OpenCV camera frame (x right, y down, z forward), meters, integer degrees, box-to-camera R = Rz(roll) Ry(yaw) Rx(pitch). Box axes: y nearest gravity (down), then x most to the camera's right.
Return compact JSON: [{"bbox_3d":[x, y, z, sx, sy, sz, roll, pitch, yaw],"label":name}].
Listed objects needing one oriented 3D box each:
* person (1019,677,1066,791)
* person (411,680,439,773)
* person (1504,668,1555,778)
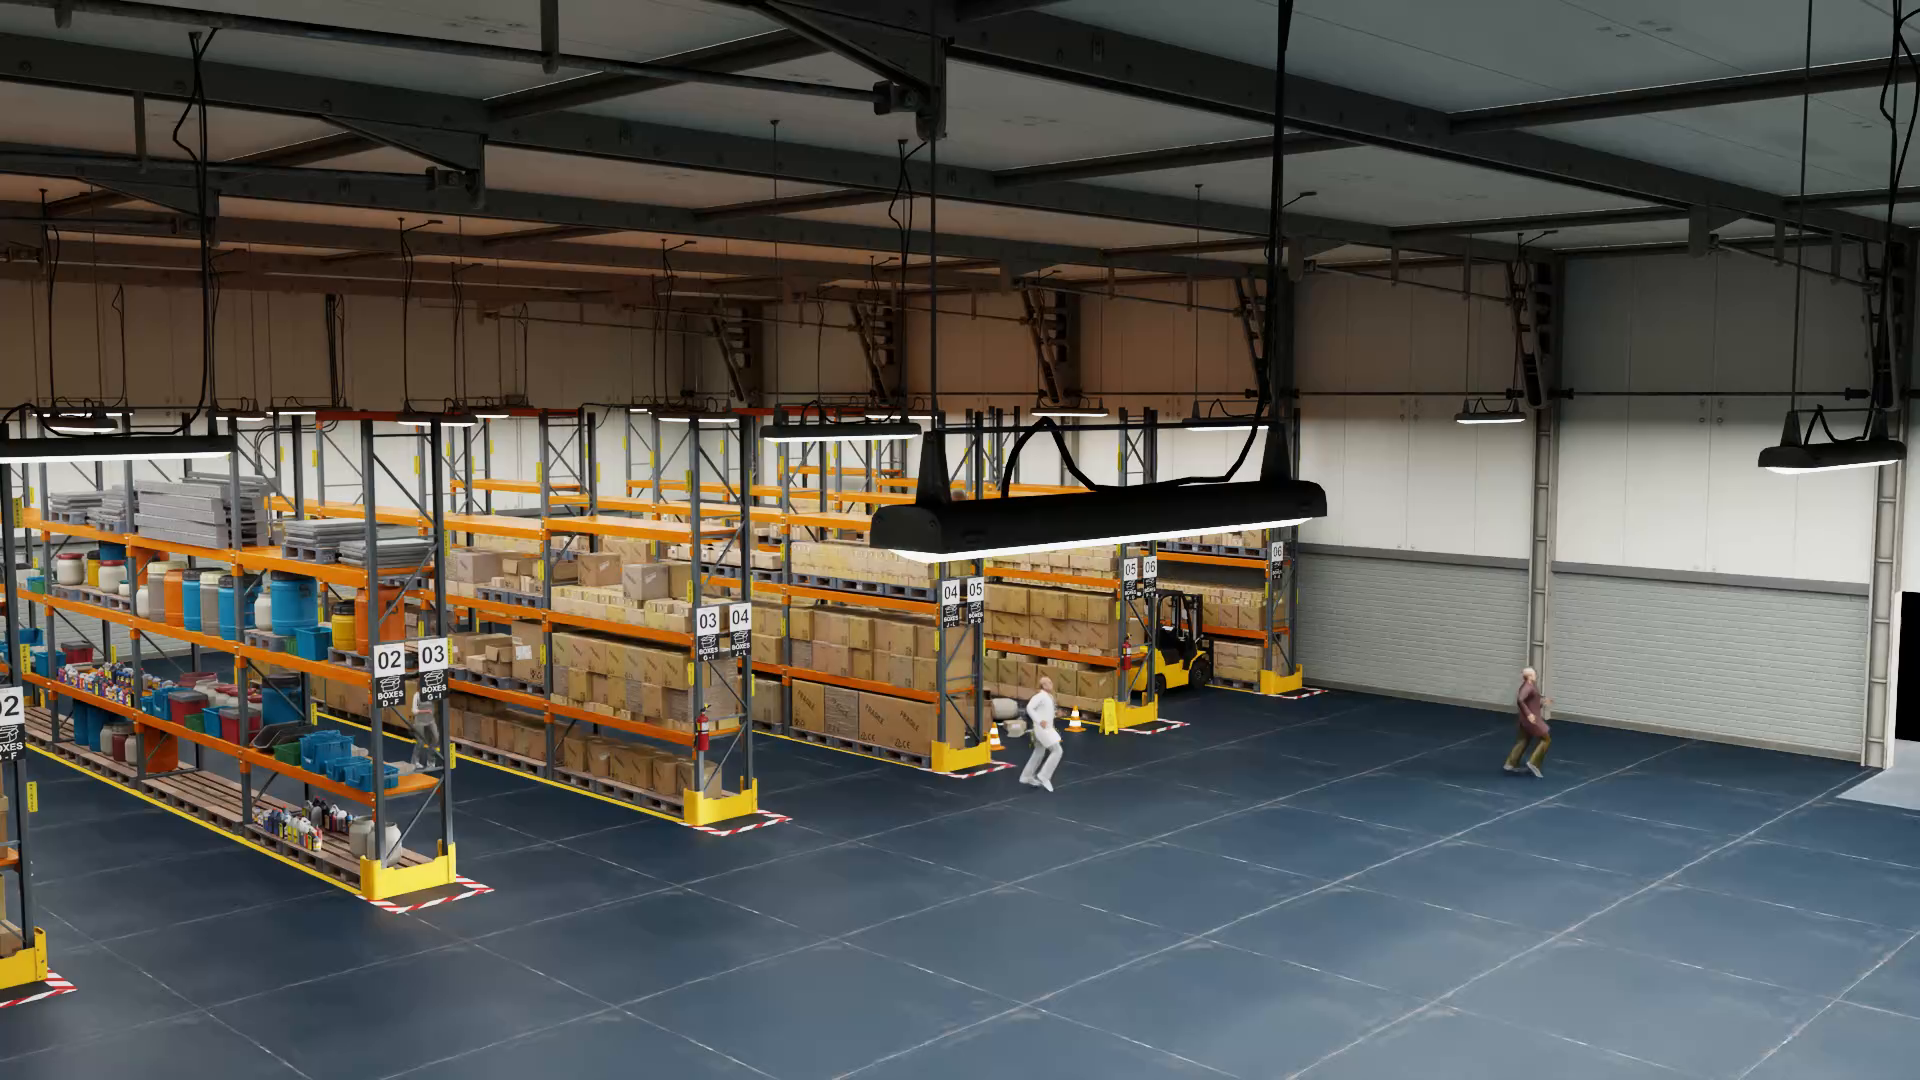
[{"bbox_3d":[1.324,3.197,26.693,0.742,1.619,0.720,1,5,6],"label":"person"},{"bbox_3d":[-8.920,3.088,27.741,0.711,1.625,0.490,4,6,39],"label":"person"},{"bbox_3d":[9.409,3.022,27.443,0.798,1.823,0.671,0,5,1],"label":"person"}]
